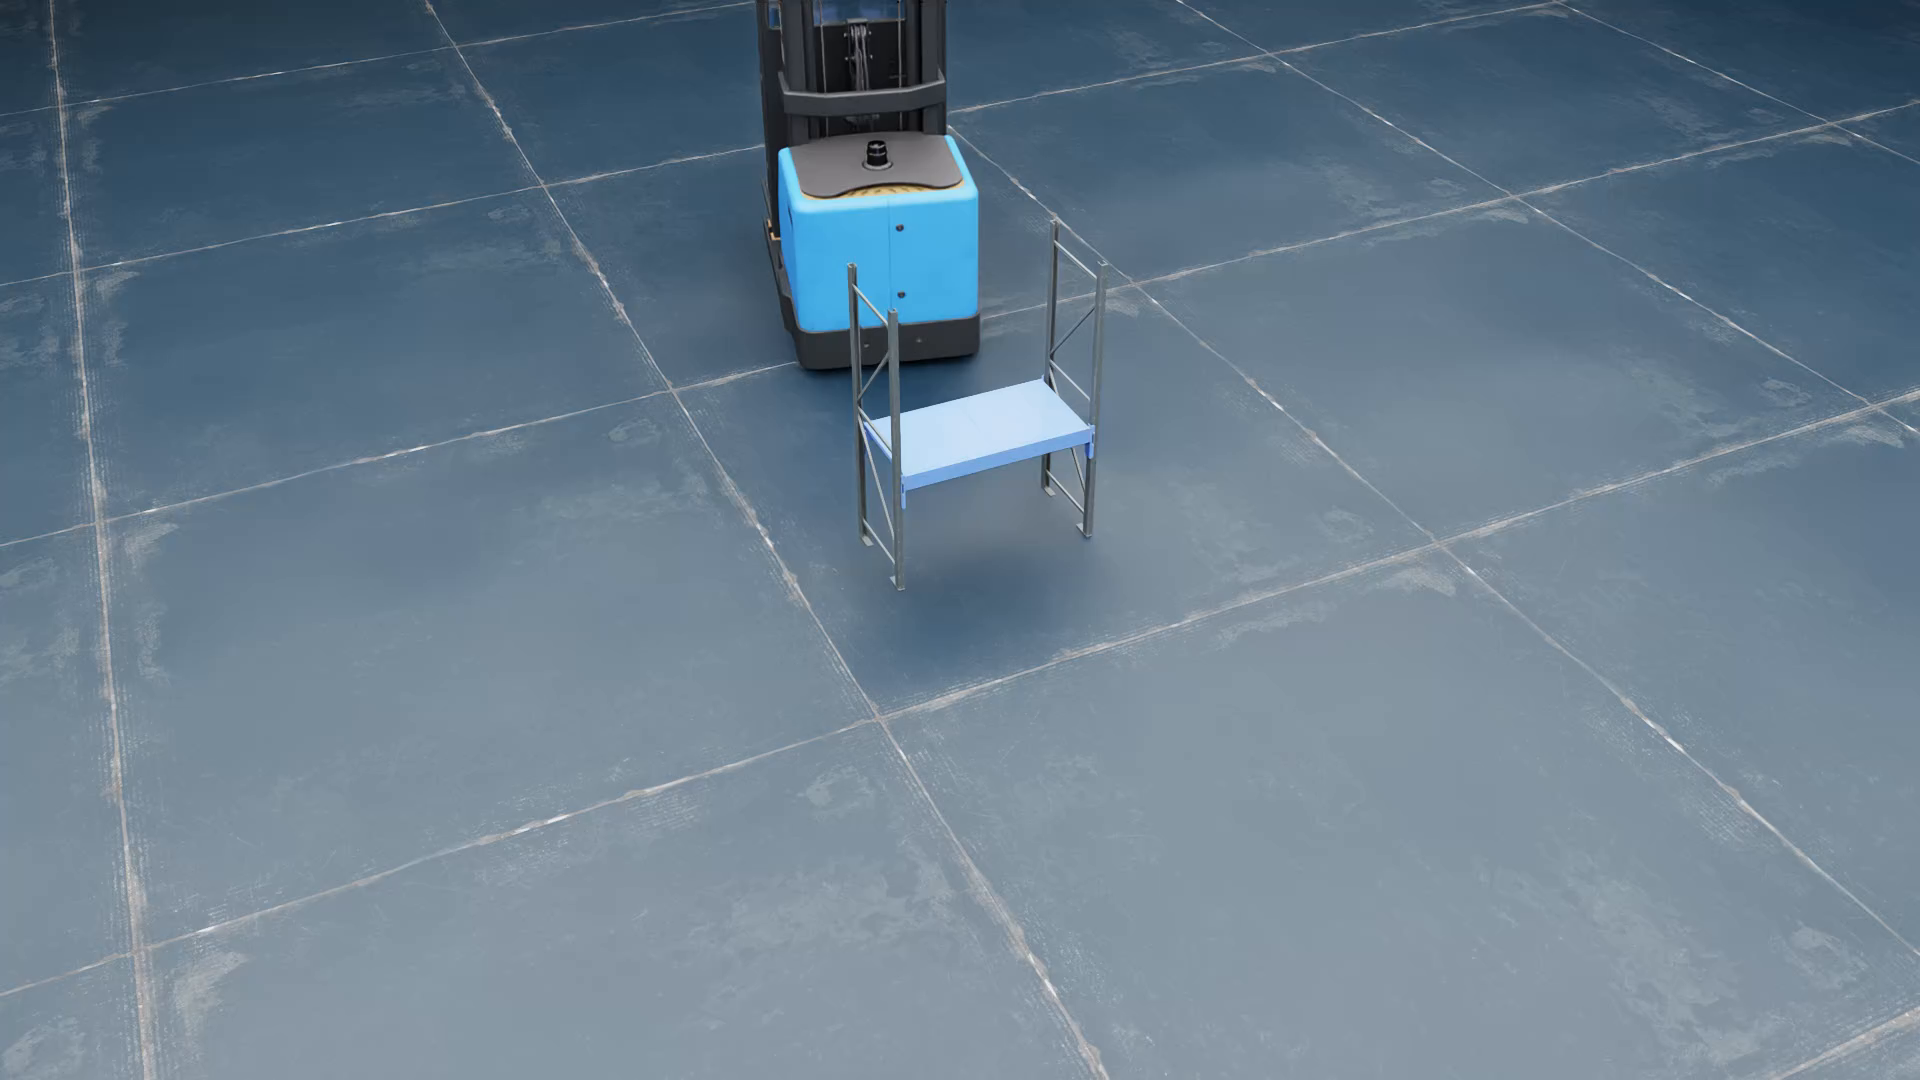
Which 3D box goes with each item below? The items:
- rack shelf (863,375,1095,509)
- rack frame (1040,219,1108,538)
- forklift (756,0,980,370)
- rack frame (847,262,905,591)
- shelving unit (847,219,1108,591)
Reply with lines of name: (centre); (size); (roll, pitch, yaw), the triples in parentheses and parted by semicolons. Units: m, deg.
rack shelf: (0.077, -0.480, 7.939); (1.000, 0.185, 0.538); (-16, 39, -20)
rack frame: (0.537, -0.753, 8.006); (0.032, 1.500, 0.500); (-16, 39, -20)
forklift: (-0.669, -3.019, 9.860); (1.130, 2.935, 3.031); (-7, 37, -9)
rack frame: (-0.383, -0.495, 7.659); (0.032, 1.500, 0.500); (-16, 39, -20)
shelving unit: (0.077, -0.624, 7.832); (1.048, 1.500, 0.538); (-16, 39, -20)
